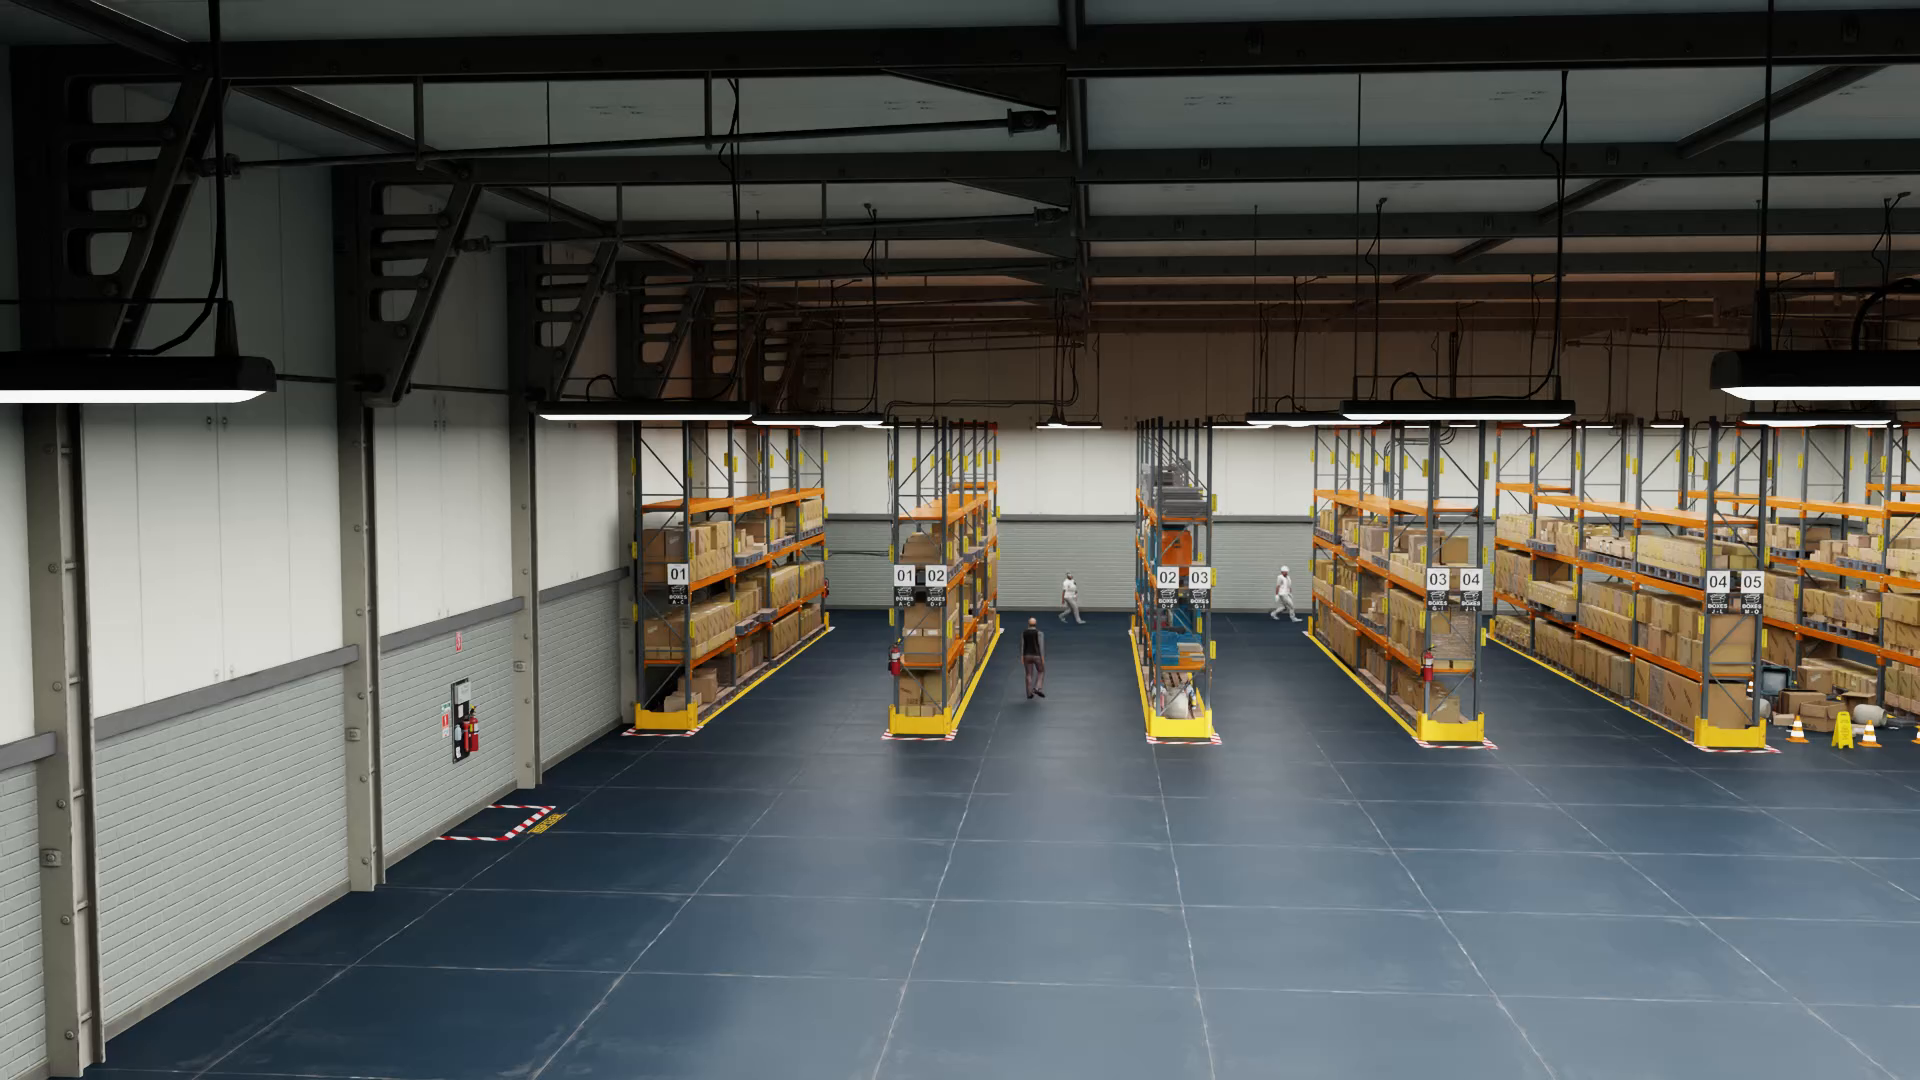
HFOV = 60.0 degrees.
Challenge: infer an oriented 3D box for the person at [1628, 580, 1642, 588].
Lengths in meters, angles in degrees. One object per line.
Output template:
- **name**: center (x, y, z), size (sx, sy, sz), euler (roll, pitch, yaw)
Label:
- **person**: center (19.139, 1.836, 47.073), size (1.012, 1.611, 0.504), euler (0, 4, 0)

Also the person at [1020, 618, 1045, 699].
- **person**: center (1.551, 2.530, 35.650), size (0.570, 1.710, 0.540), euler (1, 4, 18)

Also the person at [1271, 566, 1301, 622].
- **person**: center (9.814, 1.621, 50.093), size (1.094, 1.672, 0.543), euler (3, 5, 39)

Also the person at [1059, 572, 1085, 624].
- **person**: center (3.315, 1.711, 49.565), size (1.026, 1.559, 0.430), euler (3, 5, 40)
